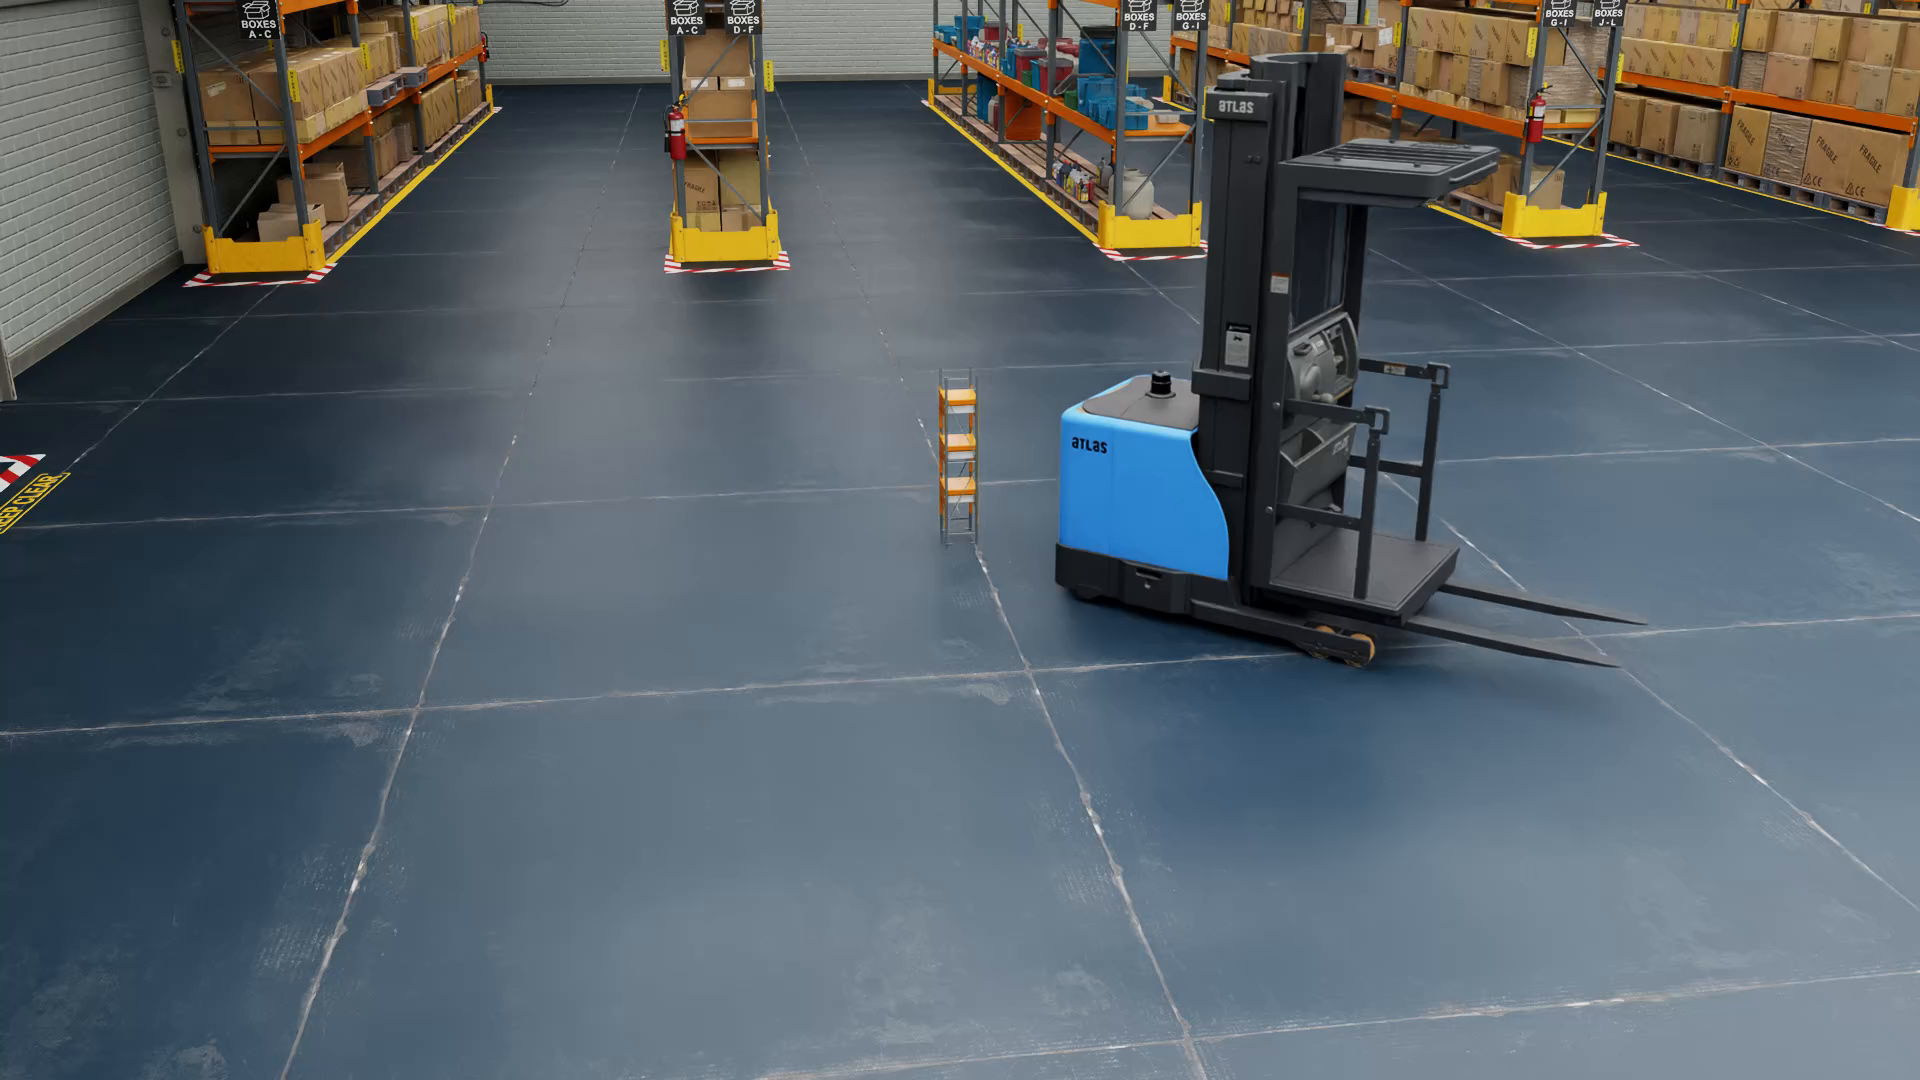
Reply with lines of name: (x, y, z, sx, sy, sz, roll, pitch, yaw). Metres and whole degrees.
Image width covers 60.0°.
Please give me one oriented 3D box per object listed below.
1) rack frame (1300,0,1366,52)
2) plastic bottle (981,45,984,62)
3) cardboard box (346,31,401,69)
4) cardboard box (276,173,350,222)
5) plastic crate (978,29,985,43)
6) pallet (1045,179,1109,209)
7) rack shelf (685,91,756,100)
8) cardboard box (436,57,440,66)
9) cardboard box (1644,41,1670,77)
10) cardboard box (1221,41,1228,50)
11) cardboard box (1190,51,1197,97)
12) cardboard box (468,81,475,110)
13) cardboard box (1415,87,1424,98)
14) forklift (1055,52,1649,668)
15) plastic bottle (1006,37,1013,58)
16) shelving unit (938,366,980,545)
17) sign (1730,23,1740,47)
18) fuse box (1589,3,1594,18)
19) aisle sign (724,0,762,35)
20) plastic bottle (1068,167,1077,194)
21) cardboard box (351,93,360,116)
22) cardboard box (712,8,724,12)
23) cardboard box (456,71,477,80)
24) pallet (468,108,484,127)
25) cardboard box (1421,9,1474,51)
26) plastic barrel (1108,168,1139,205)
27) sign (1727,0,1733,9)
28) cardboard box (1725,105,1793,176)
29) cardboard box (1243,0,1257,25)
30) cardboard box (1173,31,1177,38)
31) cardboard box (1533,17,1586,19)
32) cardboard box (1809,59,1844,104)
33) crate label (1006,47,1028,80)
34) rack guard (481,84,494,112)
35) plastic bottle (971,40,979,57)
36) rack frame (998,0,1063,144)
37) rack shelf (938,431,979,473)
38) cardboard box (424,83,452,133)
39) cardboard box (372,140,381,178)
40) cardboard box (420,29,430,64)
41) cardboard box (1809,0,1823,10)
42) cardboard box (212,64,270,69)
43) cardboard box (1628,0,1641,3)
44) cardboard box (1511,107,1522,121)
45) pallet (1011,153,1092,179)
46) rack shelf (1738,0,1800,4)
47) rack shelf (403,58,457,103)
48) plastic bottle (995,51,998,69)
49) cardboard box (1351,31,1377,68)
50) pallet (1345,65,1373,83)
rack frame: (6.016, -7.855, 26.961, 1.000, 3.000, 0.127, -3, 21, -8)
plastic bottle: (0.398, -8.274, 28.267, 0.097, 0.271, 0.097, 0, 20, 0)
cardboard box: (-8.611, -7.196, 24.425, 0.700, 0.500, 0.500, -5, 21, -14)
cardboard box: (-7.685, -4.069, 19.767, 0.700, 0.500, 0.500, -4, 21, -11)
plastic crate: (0.500, -9.501, 31.450, 0.437, 0.282, 0.530, -3, 21, -8)
pallet: (1.747, -4.679, 22.443, 1.003, 0.211, 1.213, -3, 21, -8)
rack shelf: (-3.499, -6.327, 23.898, 1.077, 0.370, 4.000, -3, 21, -8)
cardboard box: (-8.819, -7.925, 27.478, 0.380, 0.149, 0.250, -3, 21, -8)
cardboard box: (10.954, -7.425, 25.666, 0.500, 0.500, 0.500, -3, 21, -8)
cardboard box: (5.071, -9.211, 30.951, 0.380, 0.149, 0.250, -3, 21, -7)
cardboard box: (5.165, -9.294, 33.249, 0.875, 0.875, 0.875, -3, 21, -8)
cardboard box: (-9.497, -8.317, 31.168, 0.700, 0.500, 0.500, -4, 21, -10)
cardboard box: (6.412, -6.091, 22.595, 0.380, 0.149, 0.250, -3, 21, -8)
forklift: (2.058, -0.937, 8.537, 3.031, 2.935, 1.130, 12, 24, 30)
plastic bottle: (0.878, -8.594, 29.010, 0.144, 0.351, 0.185, -3, 21, -8)
shelving unit: (-0.008, -0.510, 10.082, 0.215, 1.050, 0.252, -3, 21, -8)
sign: (10.979, -7.160, 23.558, 0.100, 0.325, 0.005, -3, 21, -8)
fuse box: (15.933, -12.528, 41.313, 0.539, 1.711, 0.414, -3, 21, -8)
aisle sign: (-2.322, -5.797, 17.736, 0.394, 0.787, 0.004, -3, 21, -8)
plastic bottle: (1.485, -4.673, 21.597, 0.144, 0.351, 0.185, -3, 21, -8)
cardboard box: (-7.681, -5.338, 20.408, 0.500, 0.250, 0.500, -3, 21, -8)
cardboard box: (-4.154, -9.434, 29.617, 0.500, 0.500, 0.500, -2, 21, -6)
cardboard box: (-9.406, -8.844, 31.654, 0.380, 0.149, 0.250, -2, 21, -6)
pallet: (-9.477, -7.875, 30.999, 1.003, 0.211, 1.213, -3, 21, -8)
cardboard box: (6.479, -6.783, 22.093, 0.500, 0.500, 0.500, -3, 21, -8)
plastic barrel: (2.025, -4.264, 20.302, 0.421, 0.512, 0.421, 0, 20, 0)
sign: (14.697, -10.154, 31.765, 0.100, 0.325, 0.005, -3, 21, -8)
cardboard box: (11.536, -5.666, 23.534, 0.875, 0.875, 0.875, -3, 21, -7)
cardboard box: (5.539, -9.536, 29.885, 0.797, 0.503, 0.637, -3, 21, -9)
cardboard box: (4.587, -10.368, 34.047, 0.380, 0.149, 0.250, -3, 21, -7)
cardboard box: (7.294, -6.118, 20.311, 0.500, 0.500, 0.500, -3, 21, -8)
cardboard box: (11.819, -6.068, 21.961, 0.875, 0.550, 0.500, -3, 21, -8)
crate label: (0.990, -7.264, 25.328, 0.502, 0.435, 0.616, -3, 21, -8)
rack guard: (-9.846, -8.713, 32.830, 1.175, 0.500, 0.348, -3, 21, -8)
plastic bottle: (0.280, -8.626, 29.202, 0.152, 0.276, 0.135, -3, 21, -8)
rack frame: (1.114, -7.605, 26.292, 1.000, 3.000, 0.127, -3, 21, -8)
rack shelf: (-0.008, -0.500, 10.086, 0.215, 0.259, 0.240, -3, 21, -8)
cardboard box: (-8.912, -7.154, 27.556, 0.750, 0.750, 0.750, -2, 21, -6)
cardboard box: (-8.359, -5.186, 22.759, 0.700, 0.500, 0.500, -3, 21, -9)
cardboard box: (-8.572, -7.664, 25.852, 0.500, 0.500, 0.500, -2, 21, -6)
cardboard box: (15.342, -9.386, 29.486, 0.500, 0.500, 0.500, -3, 21, -8)
cardboard box: (-7.877, -4.953, 18.306, 0.500, 0.500, 0.500, -3, 21, -7)
cardboard box: (14.456, -11.460, 35.039, 0.500, 0.500, 0.500, -3, 21, -9)
cardboard box: (6.888, -5.142, 20.057, 0.380, 0.149, 0.250, -3, 21, -8)
pallet: (1.360, -5.607, 24.928, 1.003, 0.211, 1.213, -3, 21, -8)
rack shelf: (11.227, -8.446, 25.284, 1.077, 0.370, 4.000, -3, 21, -8)
rack shelf: (-8.977, -7.461, 26.934, 1.077, 0.370, 4.000, -3, 21, -8)
plastic bottle: (0.601, -7.749, 26.843, 0.061, 0.283, 0.133, -3, 21, -8)
cardboard box: (6.251, -7.311, 24.756, 0.797, 0.503, 0.637, -1, 20, -2)
pallet: (6.342, -7.082, 25.165, 1.003, 0.211, 1.213, -3, 21, -8)
